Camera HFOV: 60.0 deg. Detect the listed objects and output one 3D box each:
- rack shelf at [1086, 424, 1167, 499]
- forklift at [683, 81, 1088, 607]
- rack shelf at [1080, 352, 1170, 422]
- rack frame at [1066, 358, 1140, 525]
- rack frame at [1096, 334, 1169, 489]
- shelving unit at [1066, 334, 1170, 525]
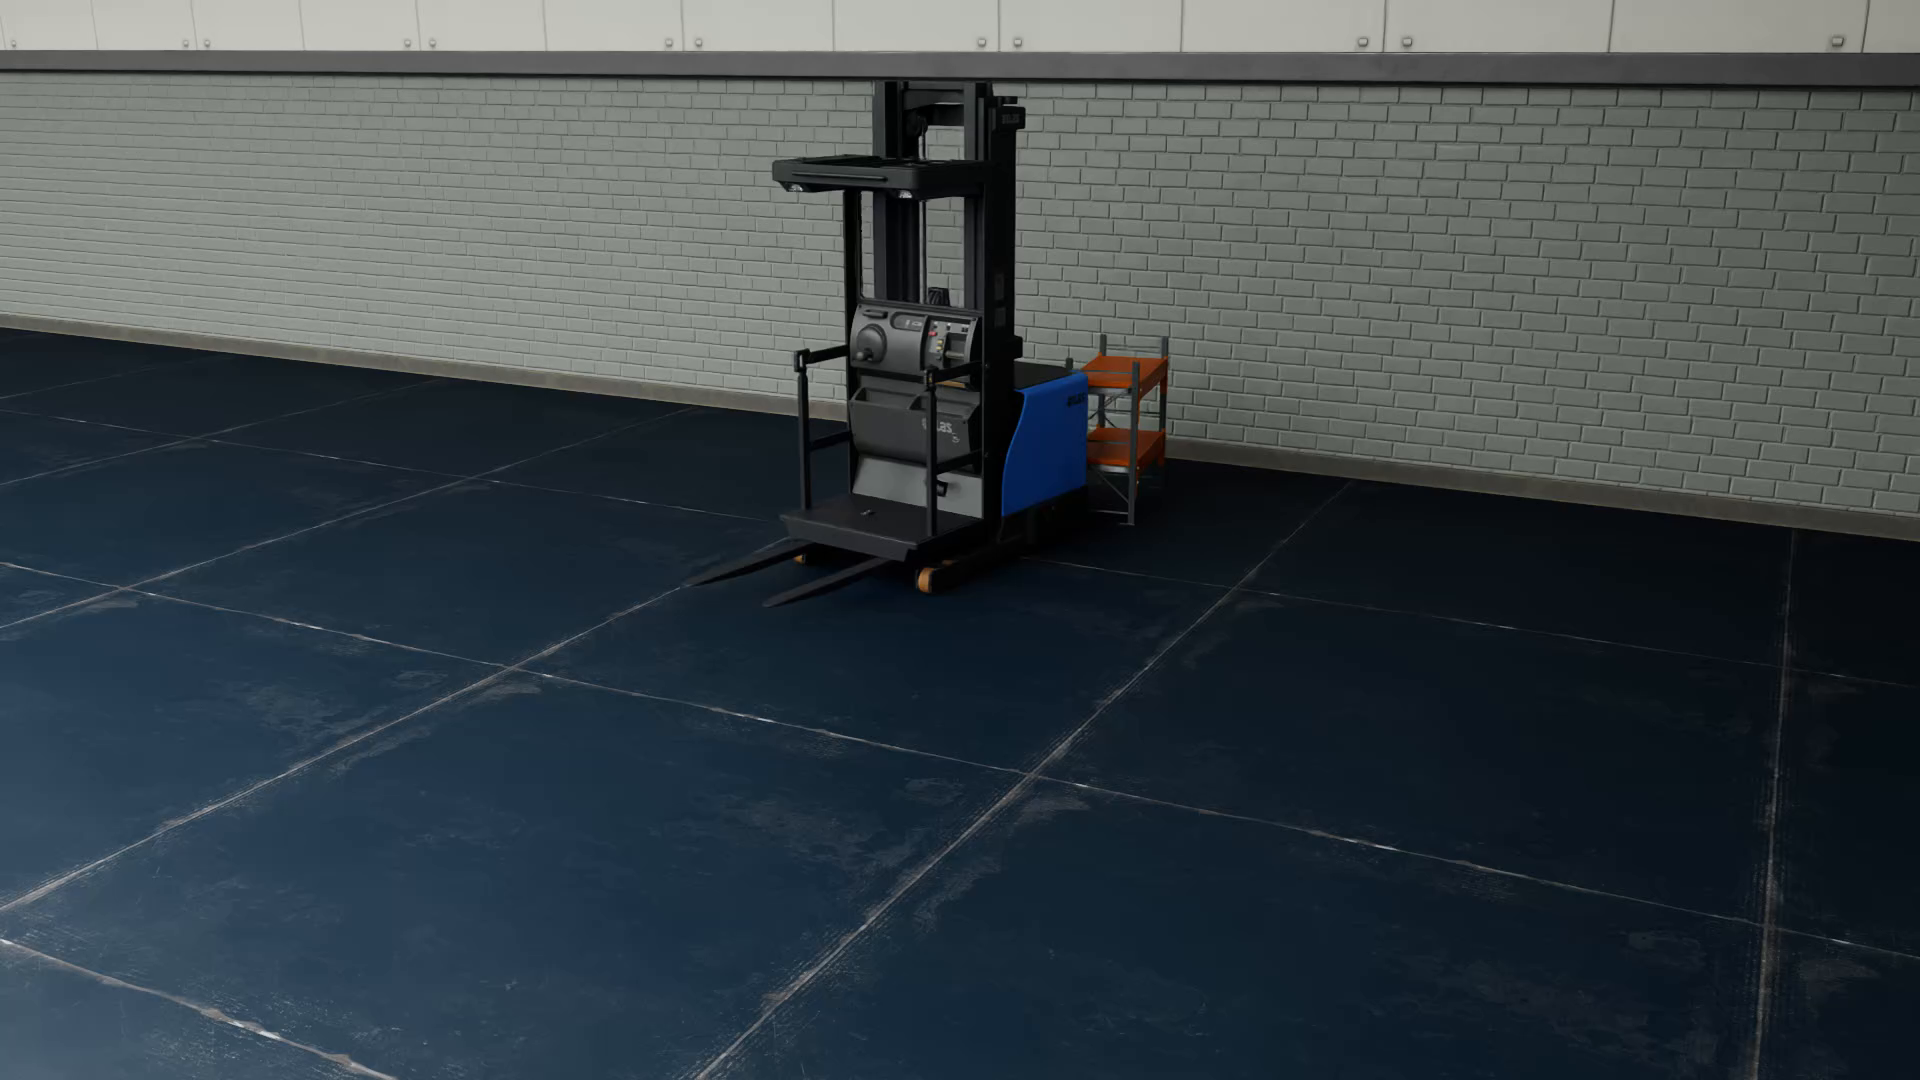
[{"bbox_3d":[1.109,-0.569,11.822,0.538,0.278,1.000,5,17,17],"label":"rack shelf"},{"bbox_3d":[-0.410,-1.234,10.033,1.130,2.935,3.031,12,20,34],"label":"forklift"},{"bbox_3d":[1.109,-1.084,11.669,0.538,0.278,1.000,5,17,17],"label":"rack shelf"},{"bbox_3d":[0.954,-0.665,11.288,0.500,1.125,0.032,5,17,17],"label":"rack frame"},{"bbox_3d":[1.264,-0.941,12.217,0.500,1.125,0.032,5,17,17],"label":"rack frame"},{"bbox_3d":[1.109,-0.803,11.753,0.538,1.125,1.048,5,17,17],"label":"shelving unit"}]
